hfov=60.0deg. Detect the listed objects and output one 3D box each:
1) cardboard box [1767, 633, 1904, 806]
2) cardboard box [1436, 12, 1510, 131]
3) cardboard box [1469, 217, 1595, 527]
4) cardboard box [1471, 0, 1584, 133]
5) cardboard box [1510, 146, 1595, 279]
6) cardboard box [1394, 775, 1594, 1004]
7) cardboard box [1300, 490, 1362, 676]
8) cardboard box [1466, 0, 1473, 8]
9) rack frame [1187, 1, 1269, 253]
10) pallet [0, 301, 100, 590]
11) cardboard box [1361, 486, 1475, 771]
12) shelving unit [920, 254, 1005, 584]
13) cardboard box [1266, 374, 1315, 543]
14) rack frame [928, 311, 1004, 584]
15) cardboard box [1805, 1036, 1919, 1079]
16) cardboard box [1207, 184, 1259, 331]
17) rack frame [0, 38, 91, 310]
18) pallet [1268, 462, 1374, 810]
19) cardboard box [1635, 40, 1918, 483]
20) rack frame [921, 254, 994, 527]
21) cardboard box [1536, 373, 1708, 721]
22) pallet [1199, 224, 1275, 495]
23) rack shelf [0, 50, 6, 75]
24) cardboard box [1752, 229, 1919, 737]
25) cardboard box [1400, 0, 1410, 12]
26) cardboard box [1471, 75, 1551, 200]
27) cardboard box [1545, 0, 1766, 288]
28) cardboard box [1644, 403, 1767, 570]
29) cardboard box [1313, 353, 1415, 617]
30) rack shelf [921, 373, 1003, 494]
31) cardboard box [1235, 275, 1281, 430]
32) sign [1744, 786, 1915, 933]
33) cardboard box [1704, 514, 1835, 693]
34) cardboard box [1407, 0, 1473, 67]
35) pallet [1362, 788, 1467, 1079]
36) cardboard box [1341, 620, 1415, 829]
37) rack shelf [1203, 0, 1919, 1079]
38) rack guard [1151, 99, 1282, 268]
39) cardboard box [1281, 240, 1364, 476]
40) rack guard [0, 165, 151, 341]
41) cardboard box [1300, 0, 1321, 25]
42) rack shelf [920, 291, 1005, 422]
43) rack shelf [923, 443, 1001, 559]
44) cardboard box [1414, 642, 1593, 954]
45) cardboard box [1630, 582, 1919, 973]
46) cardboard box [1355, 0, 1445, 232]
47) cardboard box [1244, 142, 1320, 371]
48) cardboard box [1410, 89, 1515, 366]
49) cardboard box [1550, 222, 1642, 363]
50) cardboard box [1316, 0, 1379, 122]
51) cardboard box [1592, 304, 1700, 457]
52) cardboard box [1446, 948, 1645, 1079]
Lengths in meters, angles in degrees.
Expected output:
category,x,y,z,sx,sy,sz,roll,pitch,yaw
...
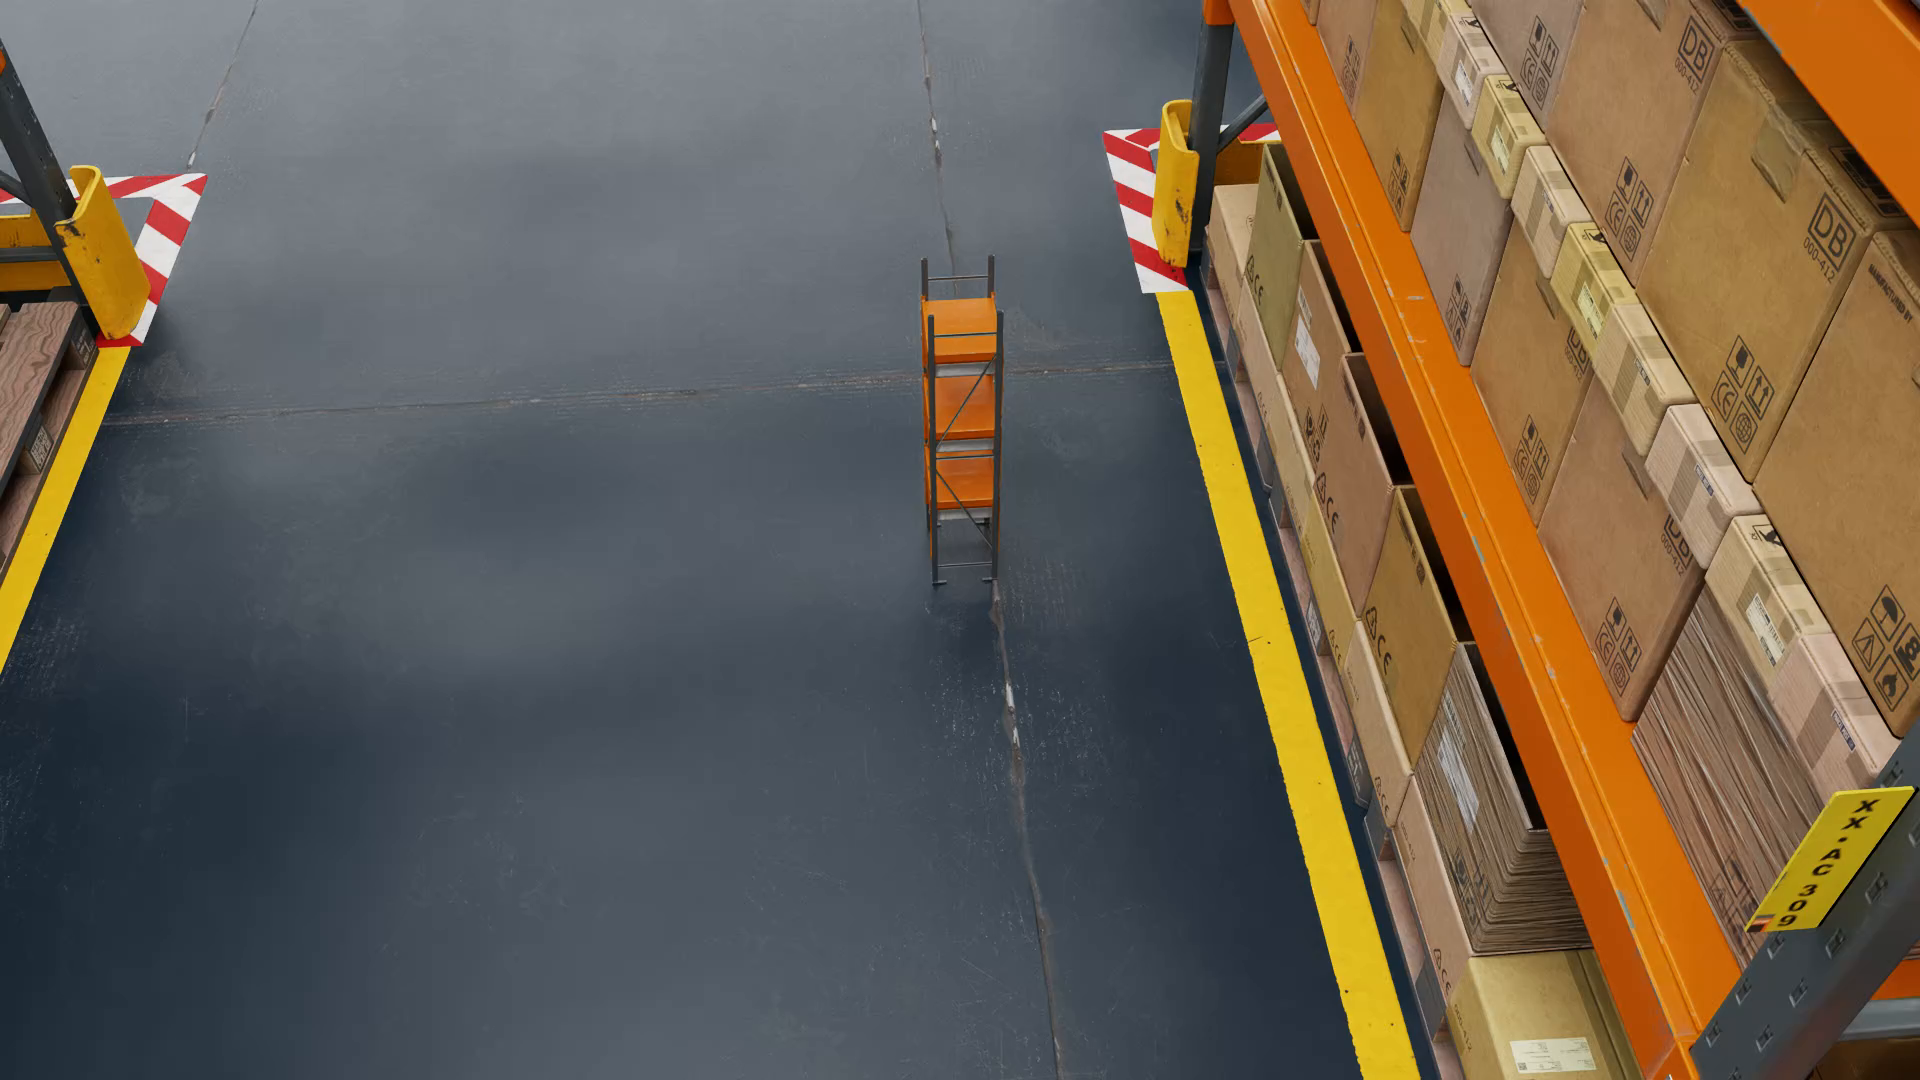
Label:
category,x,y,z,sx,sy,sz,roll,pitch,yaw
cardboard box,1.430,0.265,2.417,0.380,0.149,0.250,-4,47,-3
cardboard box,1.277,-1.036,3.650,0.380,0.149,0.250,-3,47,-3
cardboard box,1.534,-0.393,3.488,0.700,0.500,0.500,-3,47,-3
cardboard box,1.496,-1.184,3.343,0.700,0.500,0.500,-3,47,-3
cardboard box,1.325,-0.654,3.287,0.380,0.149,0.250,-2,47,-2
cardboard box,1.377,0.823,4.009,0.500,0.250,0.500,-3,47,-3
cardboard box,1.278,0.100,4.694,0.500,0.250,0.500,-3,47,-3
cardboard box,1.454,-1.547,3.686,0.700,0.500,0.500,-3,47,-3
rack frame,1.331,-2.188,5.256,1.000,3.000,0.127,-3,47,-3
pallet,-3.489,-0.290,5.380,1.003,0.211,1.213,-3,47,-3
cardboard box,1.333,0.203,4.080,0.500,0.500,0.500,-3,47,-3
shelving unit,0.004,-0.322,4.832,0.215,1.050,0.252,-3,47,-3
cardboard box,1.241,-0.262,5.037,0.500,0.250,0.500,-3,47,-3
rack frame,0.015,-0.234,4.749,0.200,1.050,0.008,-3,47,-3
cardboard box,1.939,0.895,3.425,0.500,0.500,0.500,-3,47,-3
cardboard box,1.154,-0.985,5.722,0.500,0.250,0.500,-3,47,-3
rack frame,-3.605,-1.889,4.973,1.000,3.000,0.127,-3,47,-3
pallet,1.536,0.202,4.913,1.003,0.211,1.213,-3,47,-3
cardboard box,1.579,-0.460,2.658,0.700,0.500,0.500,-4,47,-3
rack frame,-0.006,-0.411,4.916,0.200,1.050,0.008,-3,47,-3
cardboard box,1.572,-0.030,3.144,0.700,0.500,0.500,-4,47,-4
pallet,1.437,-0.678,5.747,1.003,0.211,1.213,-3,47,-3
rack shelf,-3.438,-0.195,3.864,1.077,0.370,4.000,-3,47,-3
cardboard box,1.622,-0.095,2.312,0.700,0.500,0.500,-3,47,-3
cardboard box,1.237,-1.401,3.996,0.380,0.149,0.250,-5,47,-5
cardboard box,1.300,-0.846,3.469,0.380,0.149,0.250,-2,47,-2
cardboard box,1.538,-0.823,3.001,0.700,0.500,0.500,-4,47,-3
cardboard box,1.386,-0.103,2.766,0.380,0.149,0.250,-5,47,-4
cardboard box,1.277,-0.158,4.421,0.500,0.500,0.500,-3,47,-3
rack shelf,0.004,-0.315,4.840,0.215,0.259,0.240,-3,47,-3
cardboard box,1.200,-0.624,5.379,0.500,0.250,0.500,-3,47,-3
sign,1.113,0.416,2.139,0.100,0.325,0.005,-3,47,-3
cardboard box,1.411,0.086,2.587,0.380,0.149,0.250,-4,47,-4
cardboard box,1.259,-1.217,3.821,0.380,0.149,0.250,-4,47,-4
pallet,1.641,1.087,4.075,1.003,0.211,1.213,-3,47,-3
cardboard box,1.321,0.462,4.351,0.500,0.250,0.500,-3,47,-3
rack shelf,1.498,-0.493,4.147,1.077,0.370,4.000,-3,47,-3
rack guard,1.329,-1.346,6.180,1.175,0.500,0.348,-3,47,-3
cardboard box,1.253,-0.520,4.765,0.500,0.500,0.500,-3,47,-3
rack guard,-3.552,-0.978,5.832,1.175,0.500,0.348,-3,47,-3
cardboard box,1.357,-1.884,4.899,0.700,0.500,0.500,-3,47,-3
rack shelf,0.004,-0.510,4.634,0.215,0.259,0.240,-3,47,-3
rack shelf,0.004,-0.124,5.042,0.215,0.259,0.240,-3,47,-3
cardboard box,1.379,0.565,3.737,0.500,0.500,0.500,-3,47,-3
cardboard box,1.622,0.351,2.783,0.700,0.500,0.500,-5,47,-4
cardboard box,1.442,-1.144,4.199,0.700,0.500,0.500,-3,47,-3
cardboard box,1.198,-0.881,5.107,0.500,0.500,0.500,-3,47,-3
cardboard box,1.490,-0.764,3.838,0.700,0.500,0.500,-2,47,-2
cardboard box,1.346,-0.471,3.115,0.380,0.149,0.250,-4,47,-3
cardboard box,1.406,-1.504,4.540,0.700,0.500,0.500,-2,47,-2
cardboard box,1.363,-0.293,2.946,0.380,0.149,0.250,-4,47,-3
cardboard box,1.409,1.185,3.666,0.500,0.250,0.500,-3,47,-3
